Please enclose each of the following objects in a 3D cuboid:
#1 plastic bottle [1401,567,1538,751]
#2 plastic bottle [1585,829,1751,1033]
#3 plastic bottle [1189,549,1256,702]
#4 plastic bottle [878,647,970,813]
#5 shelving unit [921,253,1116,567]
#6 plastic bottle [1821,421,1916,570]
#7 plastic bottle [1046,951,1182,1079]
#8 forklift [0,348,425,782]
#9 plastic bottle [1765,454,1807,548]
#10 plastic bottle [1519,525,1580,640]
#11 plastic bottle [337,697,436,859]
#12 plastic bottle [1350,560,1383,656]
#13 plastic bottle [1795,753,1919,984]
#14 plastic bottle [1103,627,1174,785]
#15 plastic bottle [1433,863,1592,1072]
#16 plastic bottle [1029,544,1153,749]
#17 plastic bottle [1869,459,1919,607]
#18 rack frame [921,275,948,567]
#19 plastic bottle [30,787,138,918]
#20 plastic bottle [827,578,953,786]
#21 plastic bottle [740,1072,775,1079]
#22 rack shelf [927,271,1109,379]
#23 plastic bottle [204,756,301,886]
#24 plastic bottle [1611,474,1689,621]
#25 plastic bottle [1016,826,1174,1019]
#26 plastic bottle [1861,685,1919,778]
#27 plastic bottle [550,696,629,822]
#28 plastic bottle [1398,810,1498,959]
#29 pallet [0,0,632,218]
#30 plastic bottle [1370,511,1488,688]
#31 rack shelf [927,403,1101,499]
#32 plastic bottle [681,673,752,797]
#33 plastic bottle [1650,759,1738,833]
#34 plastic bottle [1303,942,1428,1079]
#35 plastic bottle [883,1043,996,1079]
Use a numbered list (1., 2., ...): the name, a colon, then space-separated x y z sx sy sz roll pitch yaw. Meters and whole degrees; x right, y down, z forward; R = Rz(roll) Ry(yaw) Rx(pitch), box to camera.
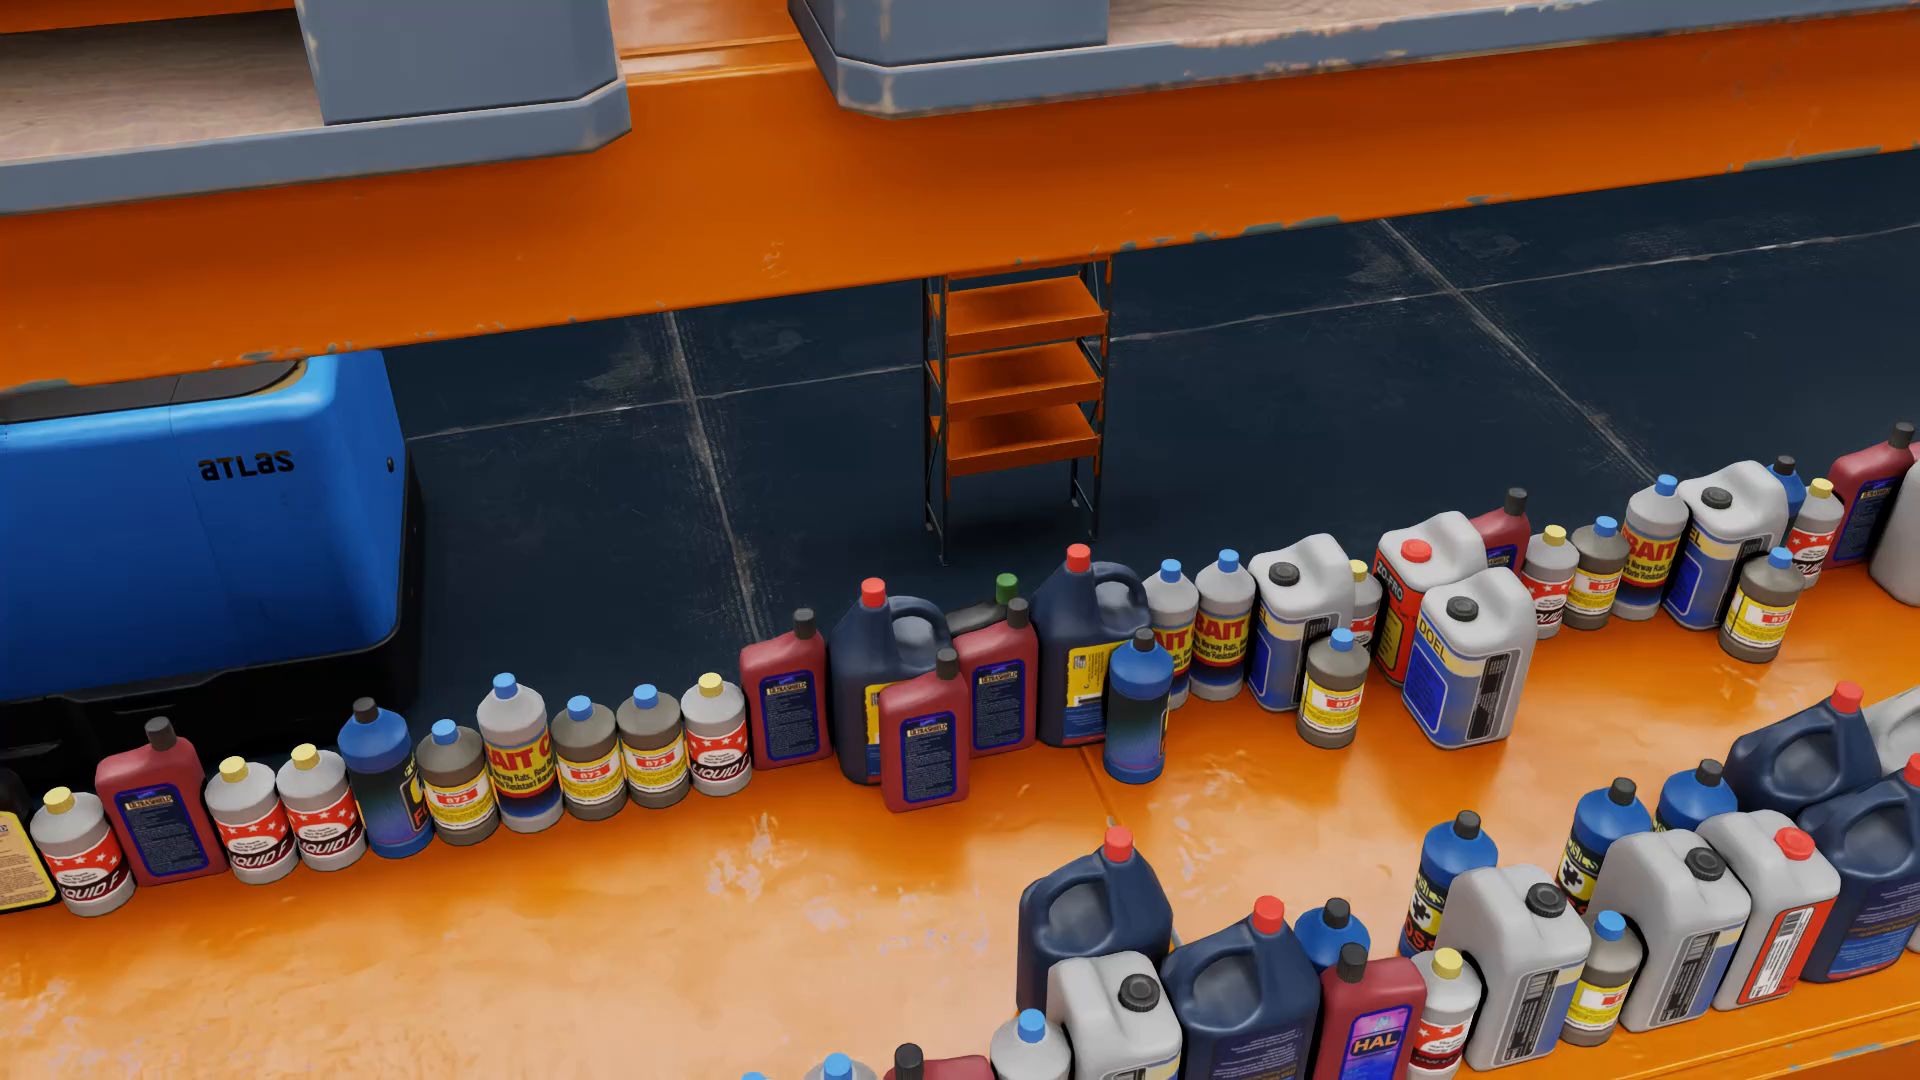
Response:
1. plastic bottle: 0.809 0.180 2.648 0.135 0.276 0.152 -9 38 -12
2. plastic bottle: 0.944 0.505 2.223 0.135 0.276 0.152 -9 38 -12
3. plastic bottle: 0.426 0.132 2.715 0.097 0.271 0.097 0 37 0
4. plastic bottle: -0.054 0.285 2.505 0.133 0.283 0.061 -9 38 -12
5. shelving unit: 0.160 -0.503 4.920 0.503 1.200 0.258 -9 38 -12
6. plastic bottle: 1.615 -0.080 2.981 0.133 0.283 0.061 -9 38 -12
7. plastic bottle: 0.189 0.629 2.061 0.135 0.276 0.152 -9 38 -12
8. forklift: -3.068 -0.738 3.803 3.031 2.935 1.130 -8 38 -10
9. plastic bottle: 1.415 -0.031 2.927 0.097 0.271 0.097 0 37 0
10. plastic bottle: 1.003 0.065 2.860 0.097 0.201 0.097 0 37 0
11. plastic bottle: -0.846 0.340 2.442 0.097 0.271 0.097 0 37 0
12. plastic bottle: 0.650 0.123 2.784 0.097 0.201 0.097 0 37 0
13. plastic bottle: 1.229 0.431 2.258 0.185 0.351 0.144 -9 38 -12
14. plastic bottle: 0.276 0.247 2.564 0.097 0.271 0.097 0 37 0
15. plastic bottle: 0.720 0.542 2.175 0.135 0.276 0.152 -9 38 -12
16. plastic bottle: 0.202 0.152 2.624 0.185 0.351 0.144 -9 38 -12
17. plastic bottle: 1.746 -0.063 2.905 0.185 0.351 0.144 -9 38 -12
18. rack frame: -0.076 -0.464 4.869 0.015 1.200 0.240 -9 38 -12
19. plastic bottle: -1.257 0.436 2.375 0.097 0.201 0.097 0 37 0
20. plastic bottle: -0.105 0.202 2.558 0.185 0.351 0.144 -9 38 -12
21. plastic bottle: -0.233 0.717 1.949 0.097 0.271 0.097 0 37 0
22. rack shelf: 0.160 -0.627 4.825 0.480 0.148 0.258 -9 38 -12
23. plastic bottle: -1.034 0.399 2.423 0.097 0.201 0.097 0 37 0
24. plastic bottle: 1.191 0.006 2.879 0.097 0.271 0.097 0 37 0
25. plastic bottle: 0.174 0.509 2.157 0.185 0.351 0.144 -9 38 -12
26. plastic bottle: 1.370 0.318 2.407 0.185 0.351 0.144 -9 38 -12
27. plastic bottle: -0.564 0.322 2.524 0.097 0.201 0.097 0 37 0
28. plastic bottle: 0.669 0.474 2.268 0.097 0.271 0.097 0 37 0
29. pallet: -0.888 -0.502 1.124 1.213 0.211 1.003 -9 38 -12
30. plastic bottle: 0.769 0.091 2.765 0.135 0.276 0.152 -9 38 -12
31. rack shelf: 0.160 -0.292 5.081 0.480 0.148 0.258 -9 38 -12
32. plastic bottle: -0.376 0.291 2.564 0.097 0.201 0.097 0 37 0
33. plastic bottle: 1.023 0.416 2.344 0.097 0.271 0.097 0 37 0
34. plastic bottle: 0.508 0.603 2.090 0.133 0.283 0.061 -9 38 -12
35. plastic bottle: -0.023 0.690 1.976 0.133 0.283 0.061 -9 38 -12
